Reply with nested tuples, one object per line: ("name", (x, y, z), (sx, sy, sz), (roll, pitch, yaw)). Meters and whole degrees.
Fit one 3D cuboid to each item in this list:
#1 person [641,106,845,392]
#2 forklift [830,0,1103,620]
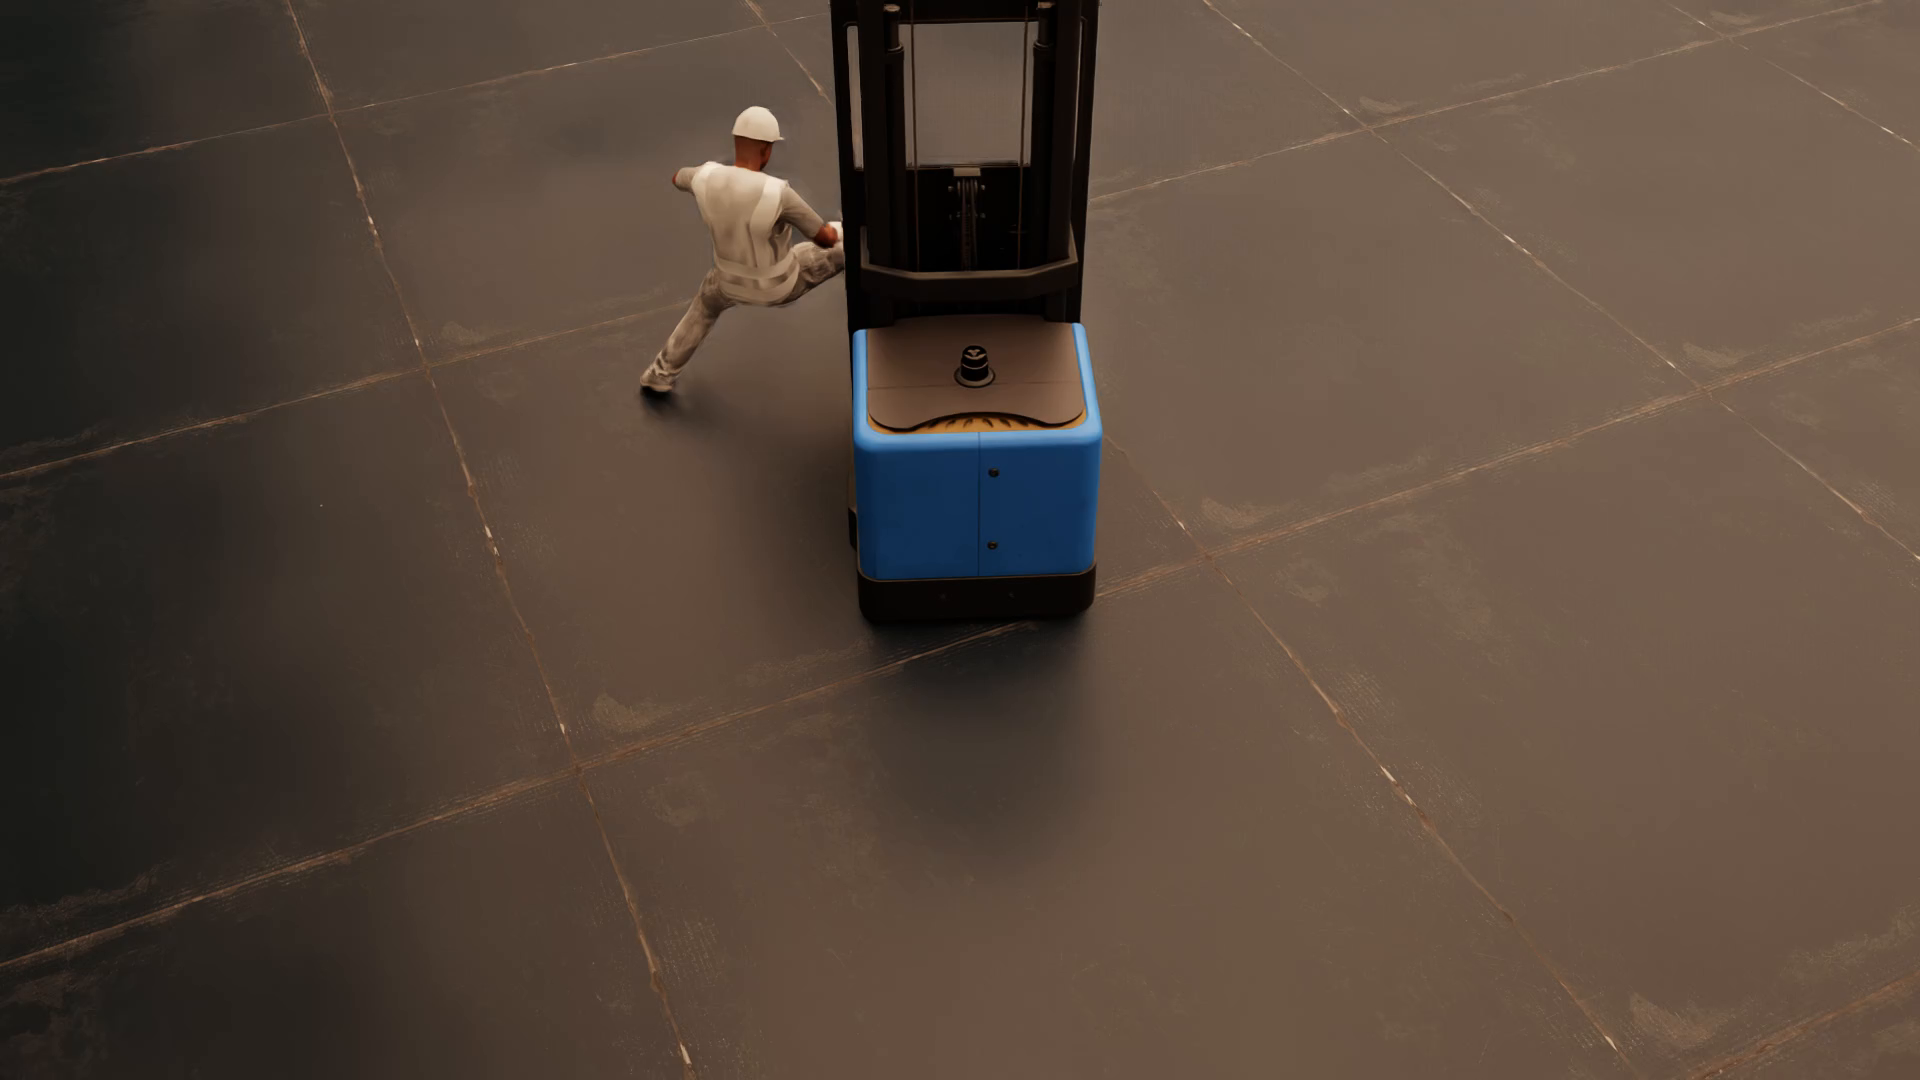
("person", (-0.959, -1.440, 8.217), (1.247, 1.578, 0.972), (18, 46, 18))
("forklift", (0.005, -1.709, 7.512), (1.130, 2.935, 3.031), (-2, 43, -2))
